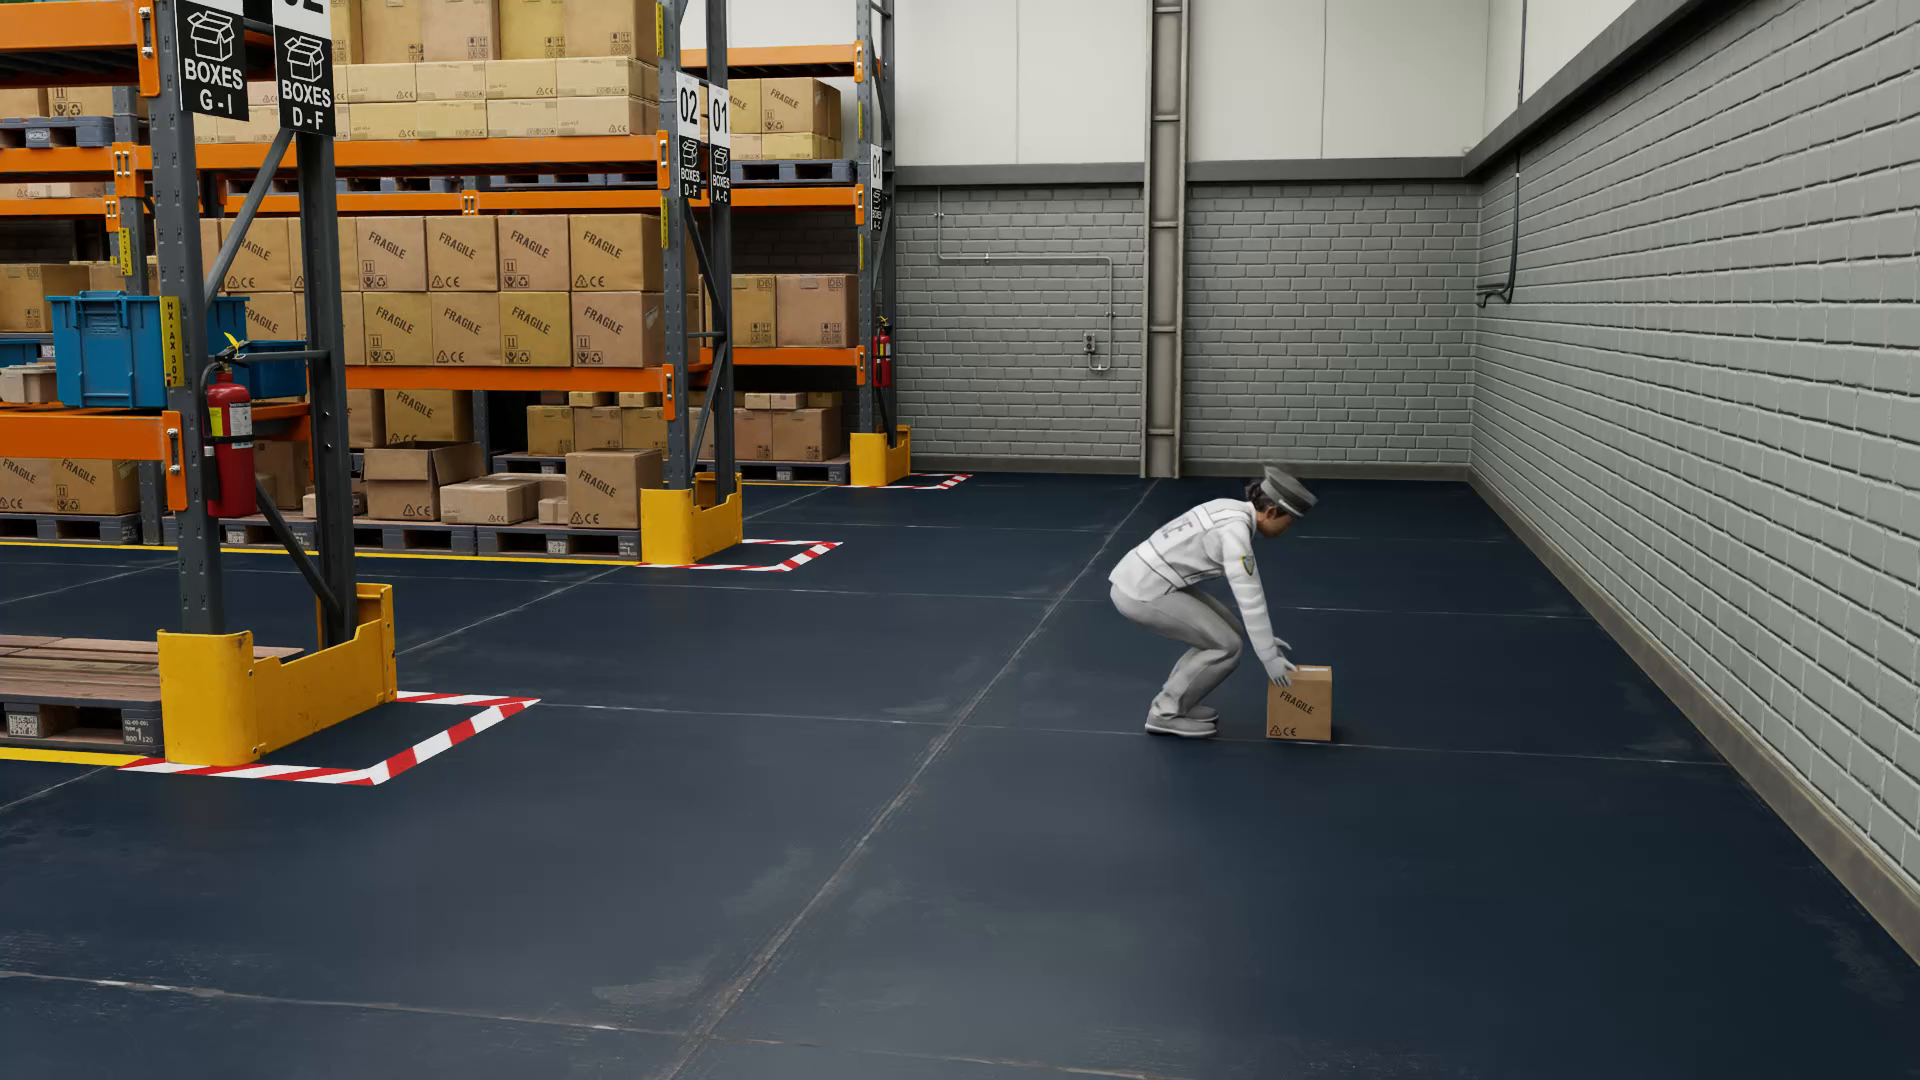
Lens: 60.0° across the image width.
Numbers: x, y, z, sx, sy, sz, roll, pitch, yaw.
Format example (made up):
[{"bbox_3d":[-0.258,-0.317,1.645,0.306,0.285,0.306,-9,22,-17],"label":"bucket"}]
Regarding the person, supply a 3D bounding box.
[{"bbox_3d":[1.035,0.273,6.757,0.841,1.006,0.499,2,8,11],"label":"person"}]
